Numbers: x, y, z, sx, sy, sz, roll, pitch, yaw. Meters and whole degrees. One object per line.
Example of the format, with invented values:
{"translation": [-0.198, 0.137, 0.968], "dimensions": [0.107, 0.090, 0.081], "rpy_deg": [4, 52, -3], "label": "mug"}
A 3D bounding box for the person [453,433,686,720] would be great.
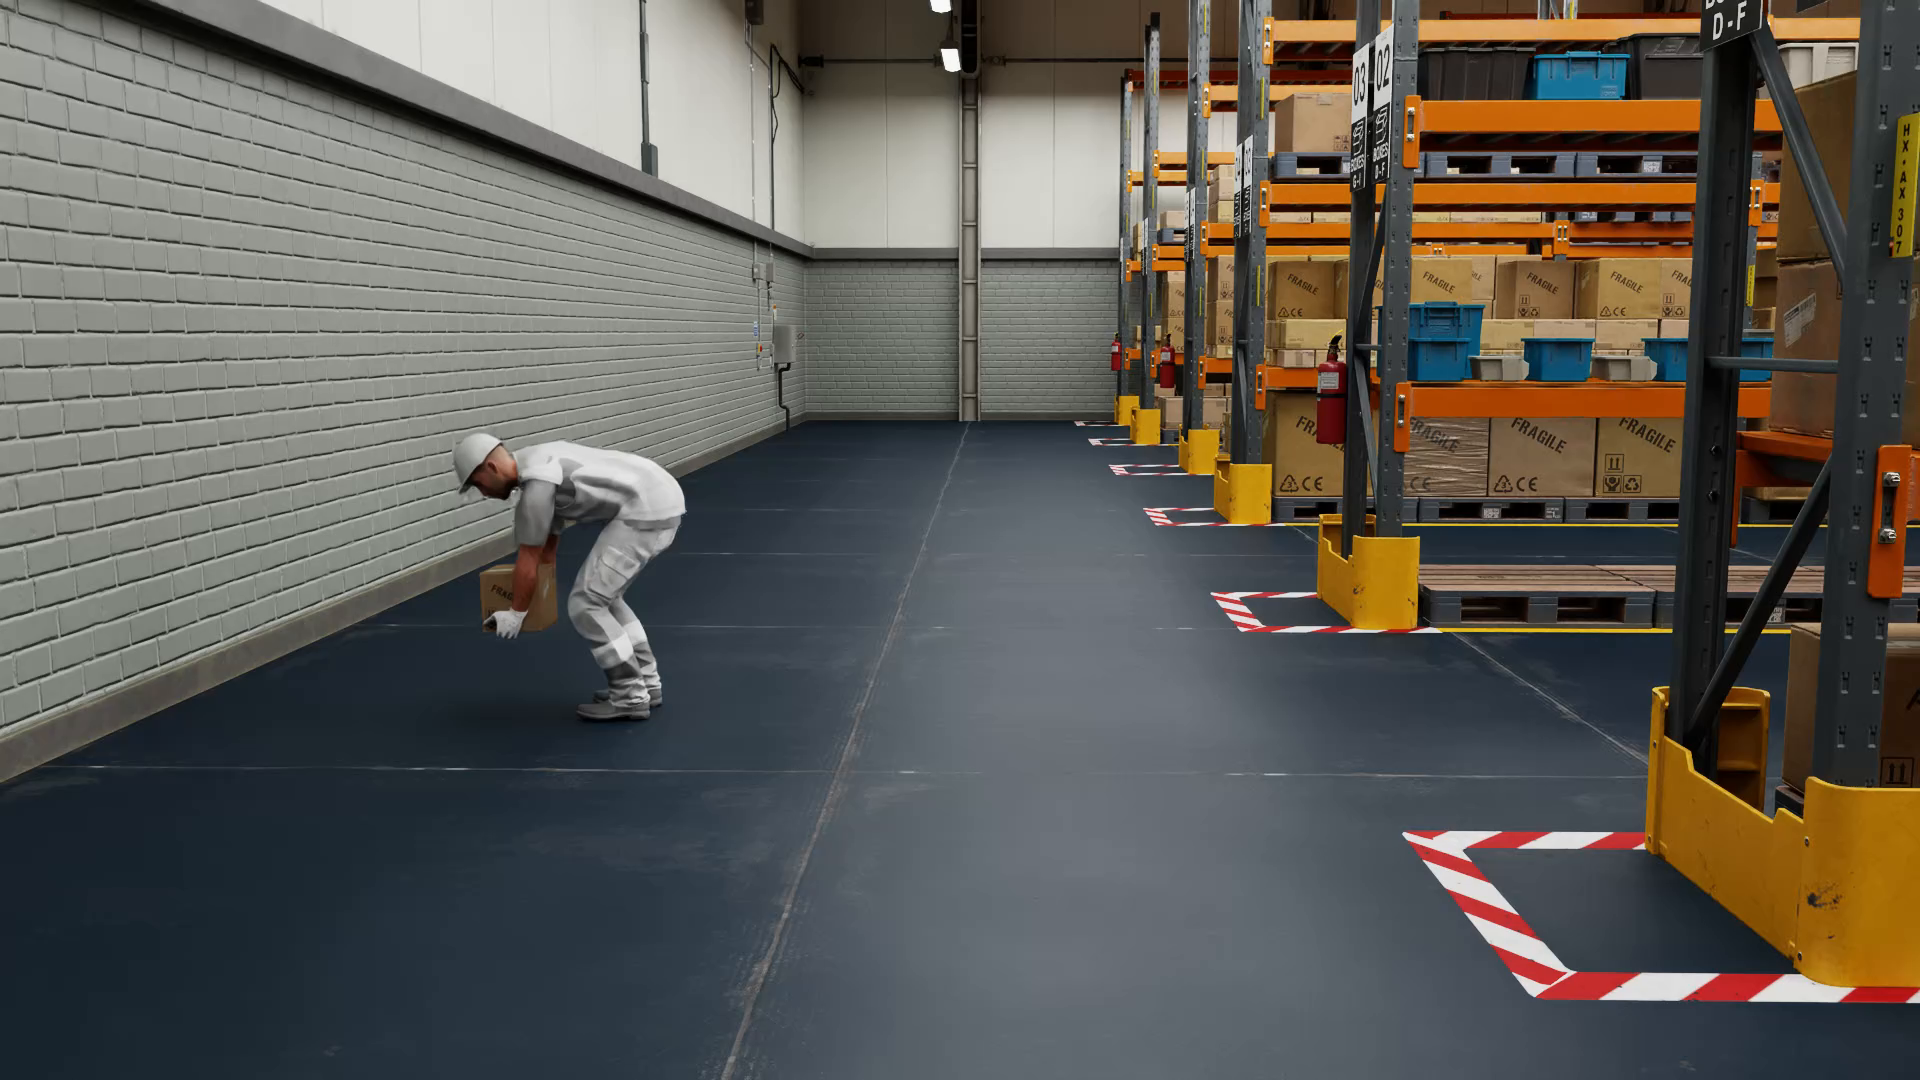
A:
{"translation": [-1.621, 0.141, 6.966], "dimensions": [0.943, 1.182, 0.517], "rpy_deg": [0, 7, -1], "label": "person"}
